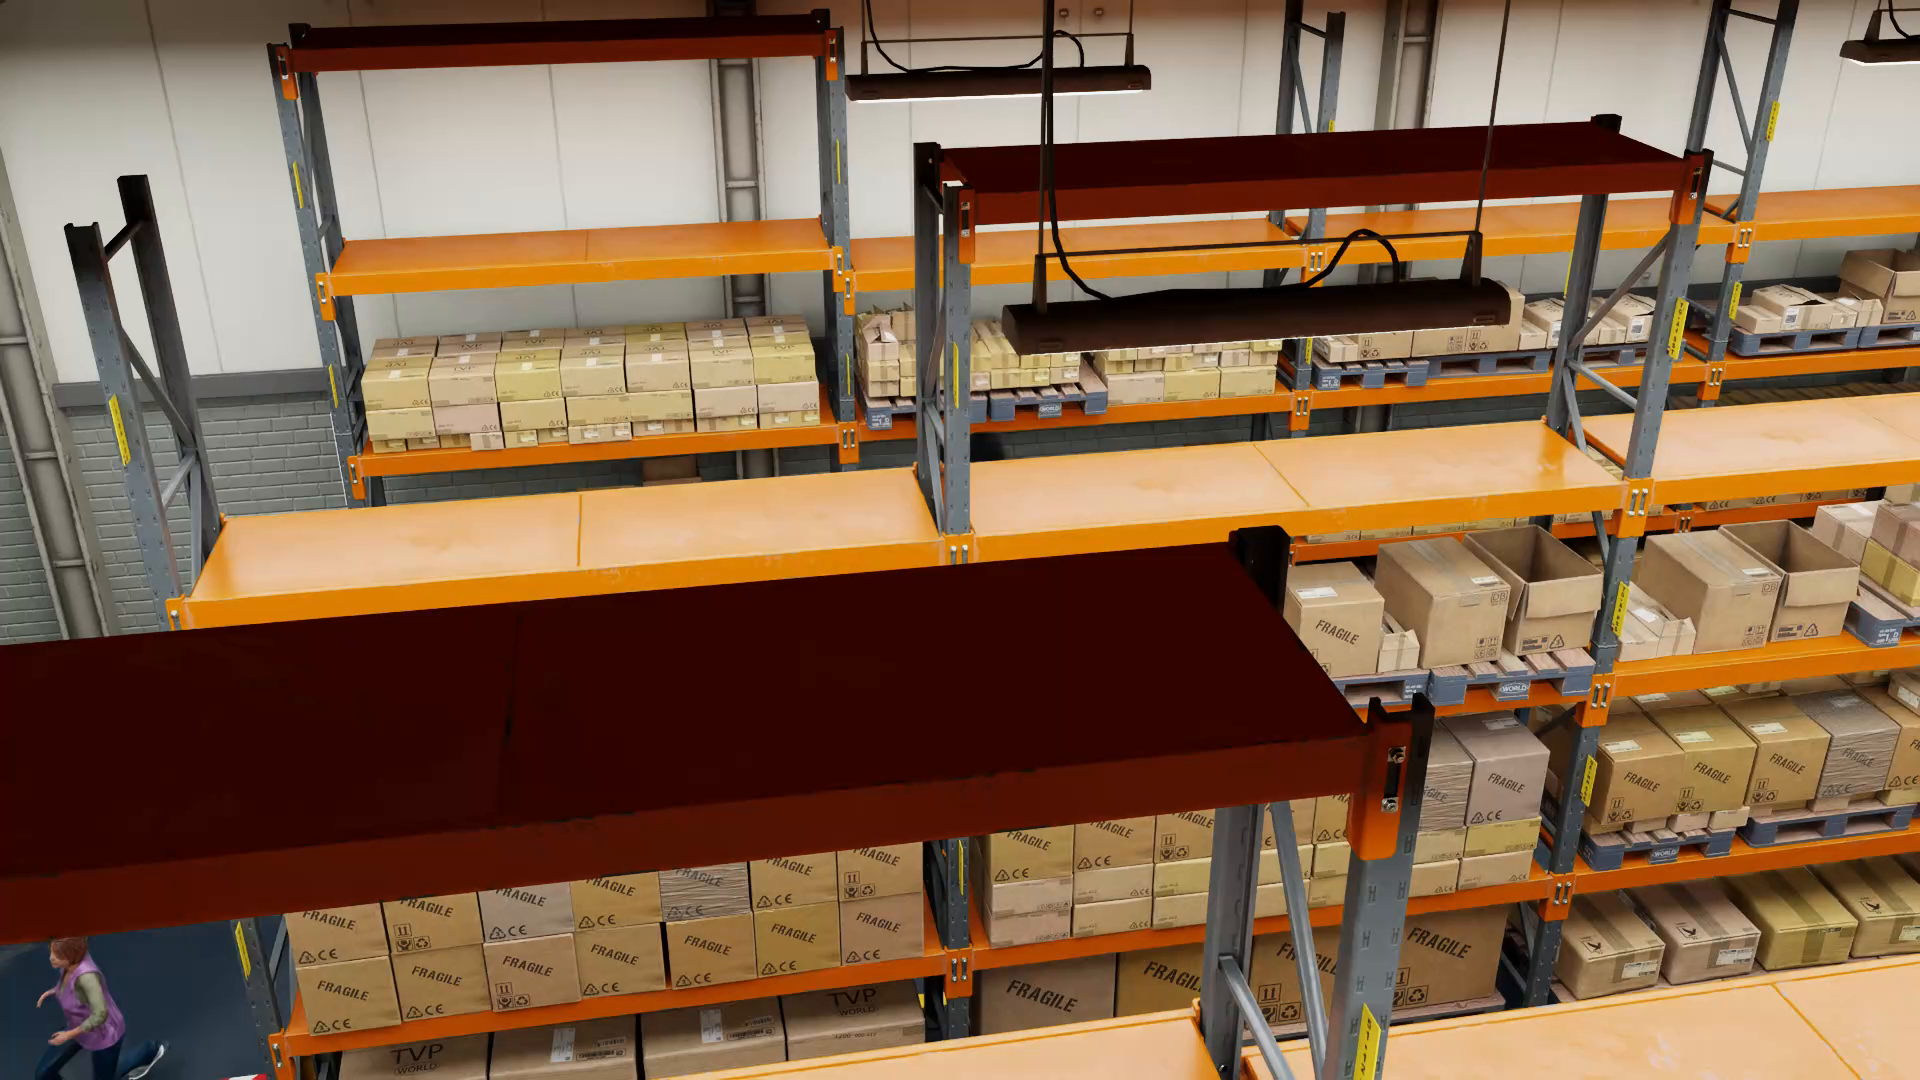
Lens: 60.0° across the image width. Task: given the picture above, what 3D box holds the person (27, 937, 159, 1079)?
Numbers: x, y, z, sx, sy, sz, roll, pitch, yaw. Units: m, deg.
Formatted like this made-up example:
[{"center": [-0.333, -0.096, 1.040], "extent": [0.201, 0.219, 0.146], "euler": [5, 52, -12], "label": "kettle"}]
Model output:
[{"center": [-5.443, 3.034, 10.348], "extent": [0.598, 1.445, 0.839], "euler": [14, 29, 26], "label": "person"}]
